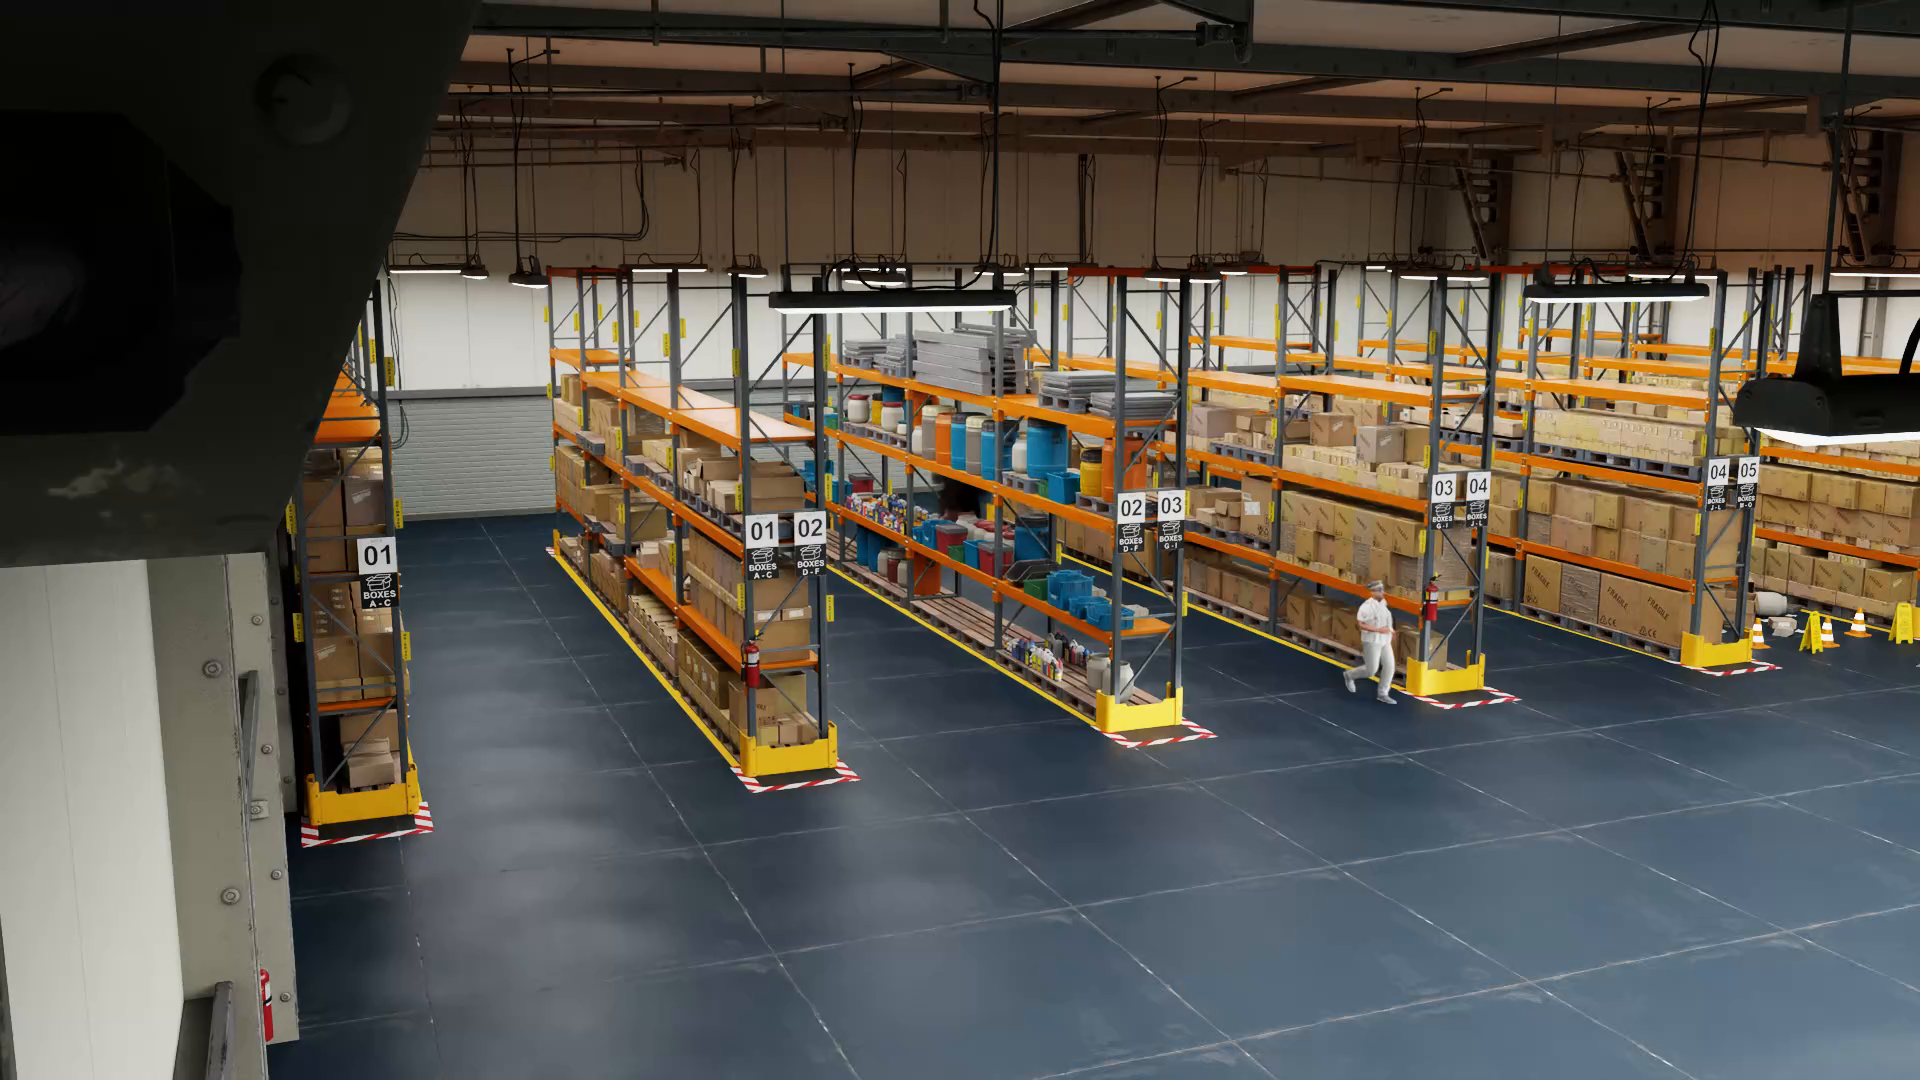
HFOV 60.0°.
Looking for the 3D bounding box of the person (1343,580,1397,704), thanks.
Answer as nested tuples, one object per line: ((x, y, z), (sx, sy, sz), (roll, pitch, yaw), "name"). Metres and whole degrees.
((5.865, 1.411, 23.546), (0.683, 1.755, 0.811), (-8, 13, -38), "person")

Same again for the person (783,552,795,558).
((-2.991, 0.040, 29.744), (0.666, 1.804, 0.608), (-6, 11, -30), "person")
